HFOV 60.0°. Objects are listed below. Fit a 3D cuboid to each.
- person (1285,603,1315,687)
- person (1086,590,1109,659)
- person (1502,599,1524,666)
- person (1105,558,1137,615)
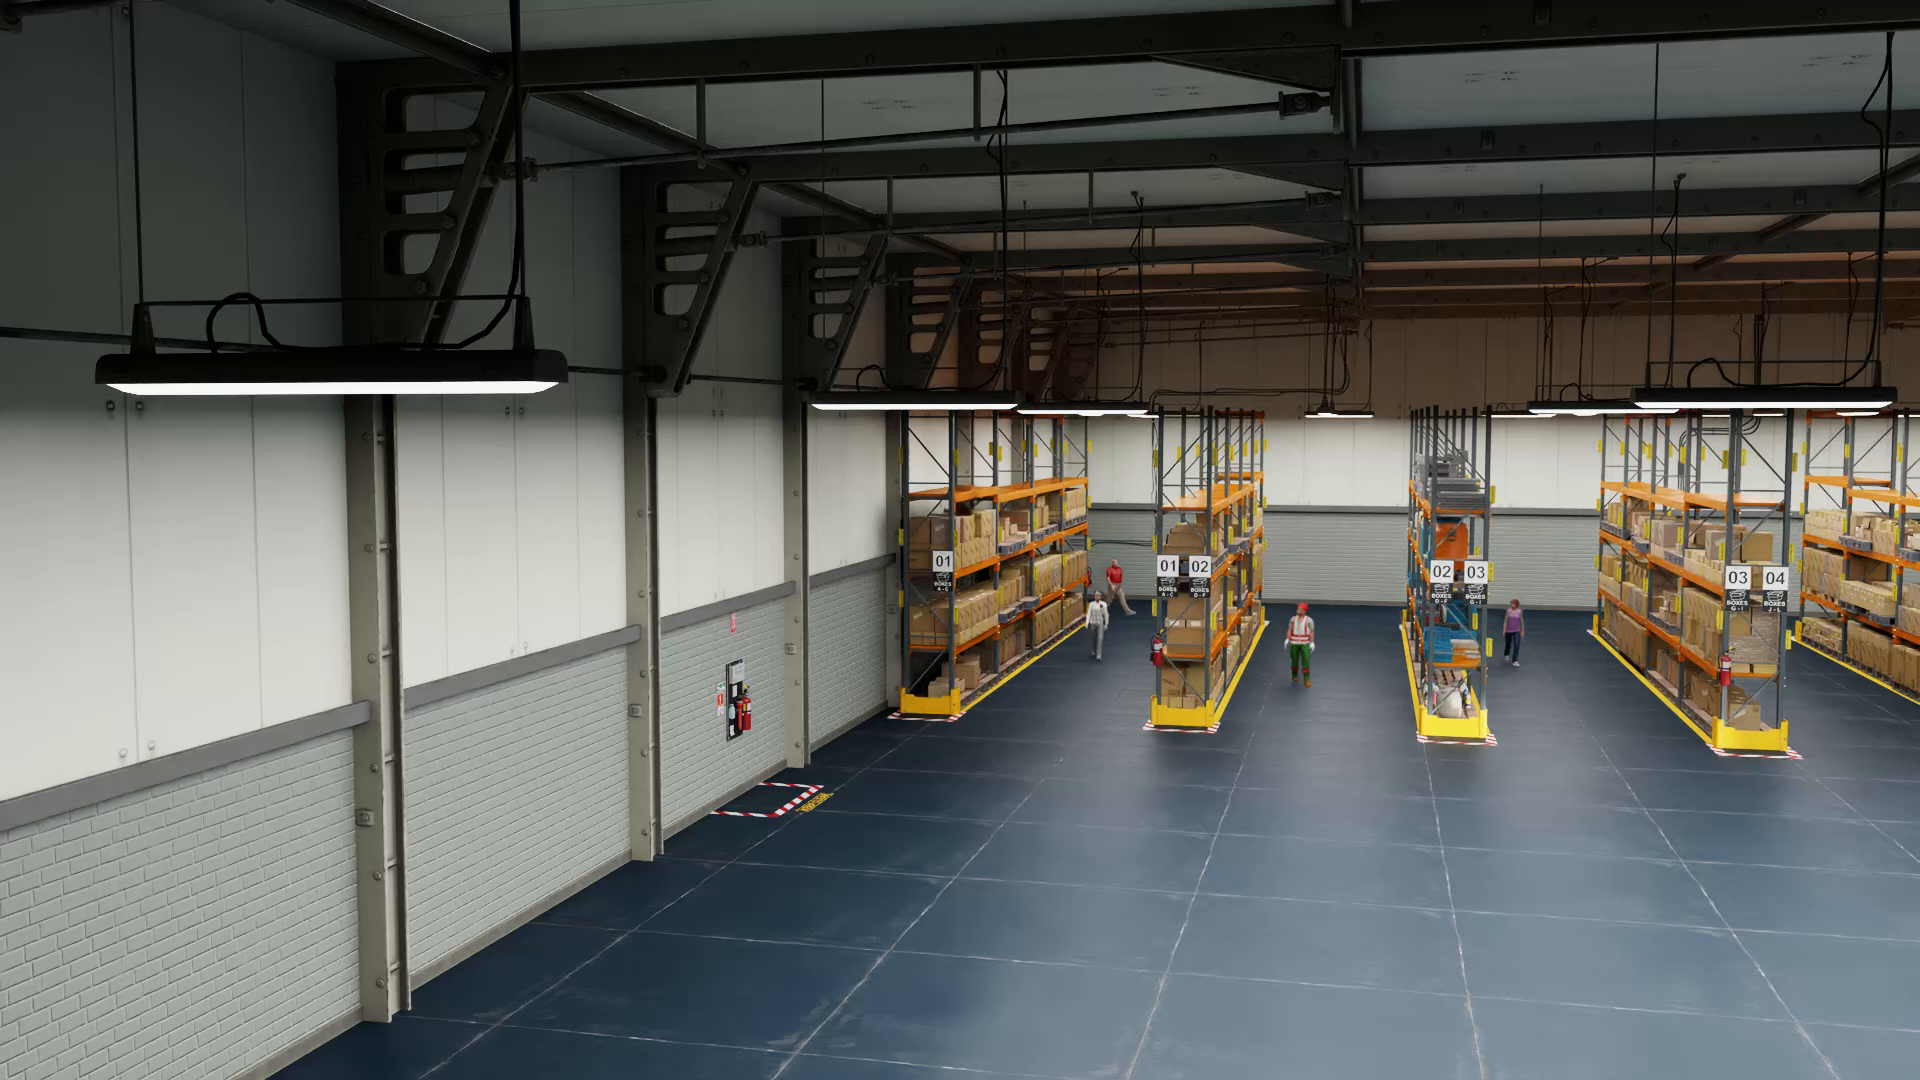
[{"bbox_3d":[7.334,2.240,35.884,0.648,1.741,0.942,0,4,5],"label":"person"},{"bbox_3d":[3.306,2.016,40.034,0.544,1.639,0.959,1,4,7],"label":"person"},{"bbox_3d":[12.969,2.140,39.005,0.505,1.555,0.823,1,4,7],"label":"person"},{"bbox_3d":[4.619,1.380,48.594,1.019,1.672,0.652,2,5,31],"label":"person"}]
